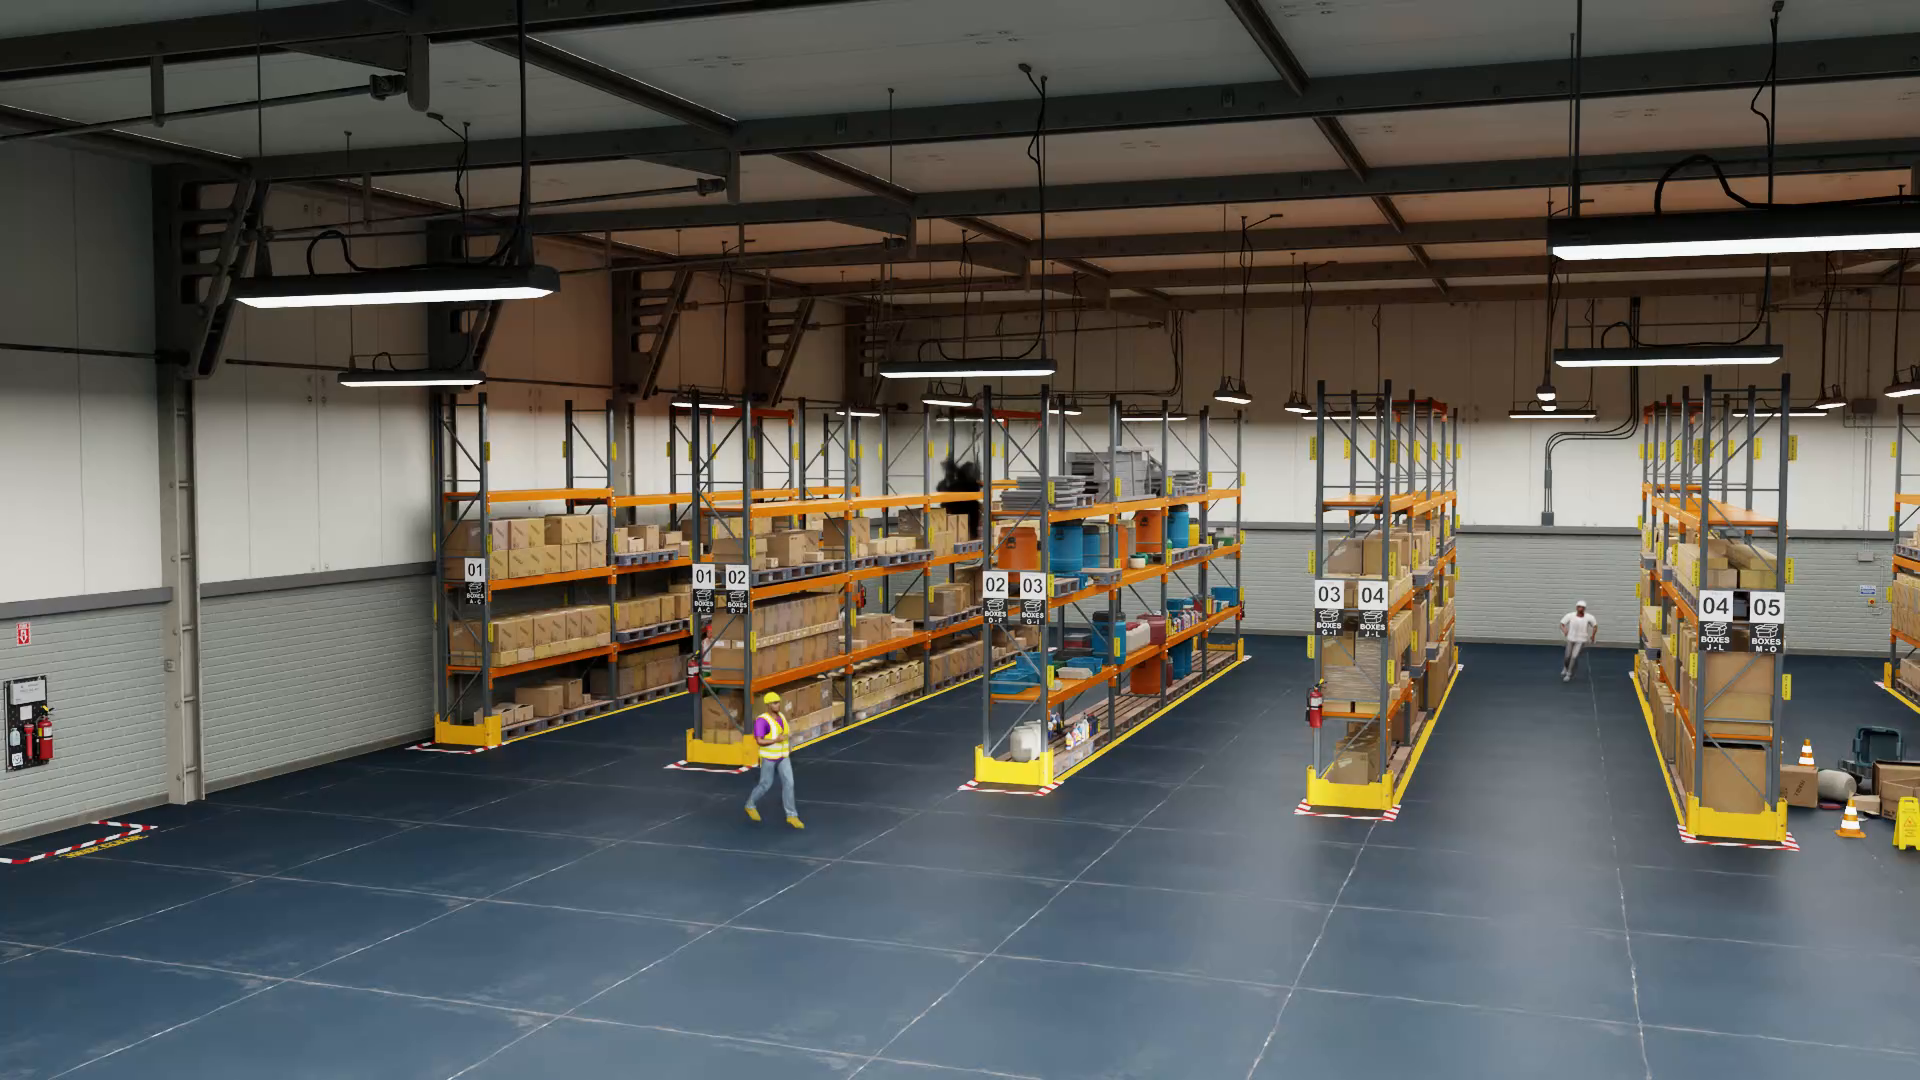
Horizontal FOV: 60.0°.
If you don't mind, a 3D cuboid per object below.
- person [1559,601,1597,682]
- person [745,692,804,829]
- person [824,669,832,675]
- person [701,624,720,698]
[{"bbox_3d":[13.460,2.193,36.280,0.763,1.723,0.966,2,3,28],"label":"person"},{"bbox_3d":[-2.478,2.912,22.150,0.939,1.779,0.690,2,4,39],"label":"person"},{"bbox_3d":[-3.026,2.263,35.290,0.695,1.762,0.974,1,3,18],"label":"person"},{"bbox_3d":[-4.634,2.475,30.839,0.632,1.830,0.754,0,3,2],"label":"person"}]
